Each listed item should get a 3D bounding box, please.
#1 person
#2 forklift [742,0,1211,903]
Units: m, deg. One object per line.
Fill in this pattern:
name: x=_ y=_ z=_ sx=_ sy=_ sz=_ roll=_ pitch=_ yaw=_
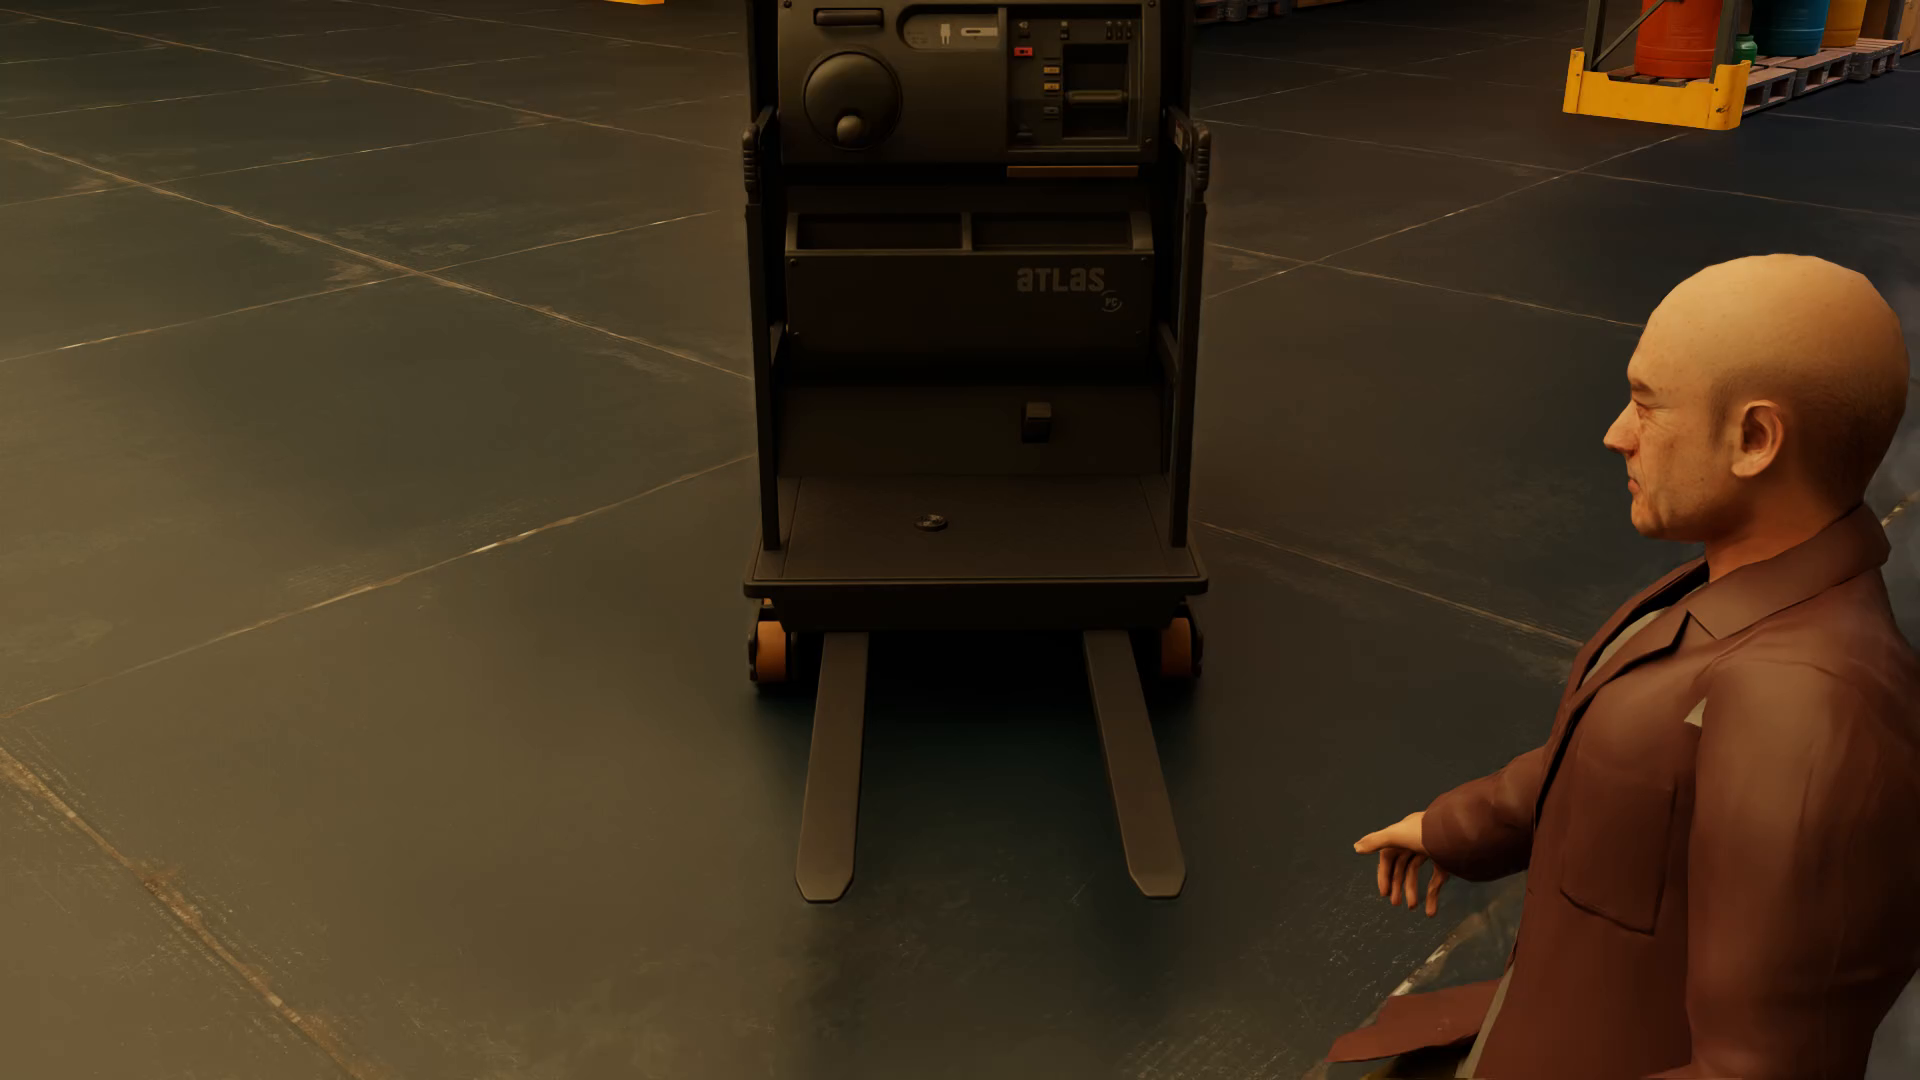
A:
person: x=0.546 y=0.522 z=1.710 sx=0.583 sy=1.671 sz=0.870 roll=9 pitch=25 yaw=20
forklift: x=0.030 y=-1.107 z=3.852 sx=1.130 sy=2.935 sz=3.031 roll=0 pitch=24 yaw=-1
